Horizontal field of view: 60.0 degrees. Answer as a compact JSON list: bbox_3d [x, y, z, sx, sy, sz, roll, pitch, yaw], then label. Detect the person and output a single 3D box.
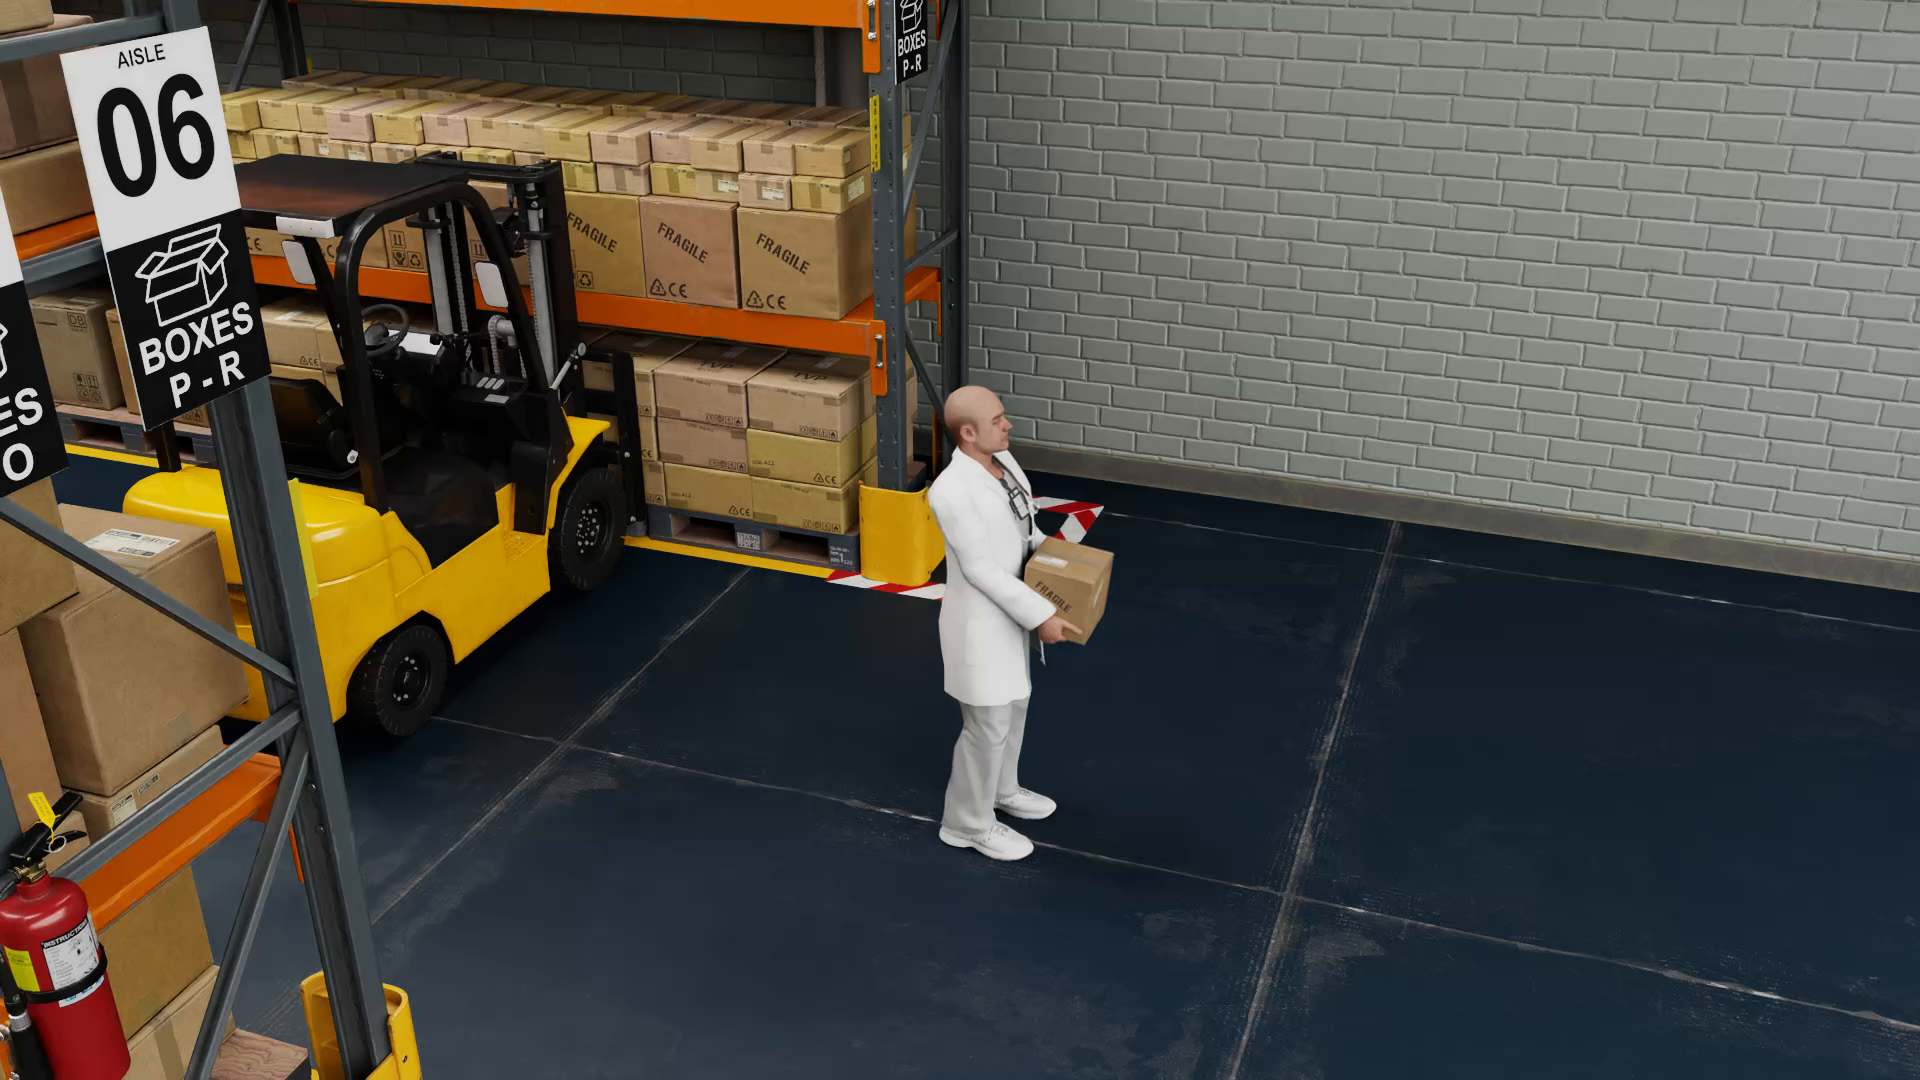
[{"bbox_3d":[0.205,0.405,6.027,0.563,1.559,0.529,9,27,18],"label":"person"}]
